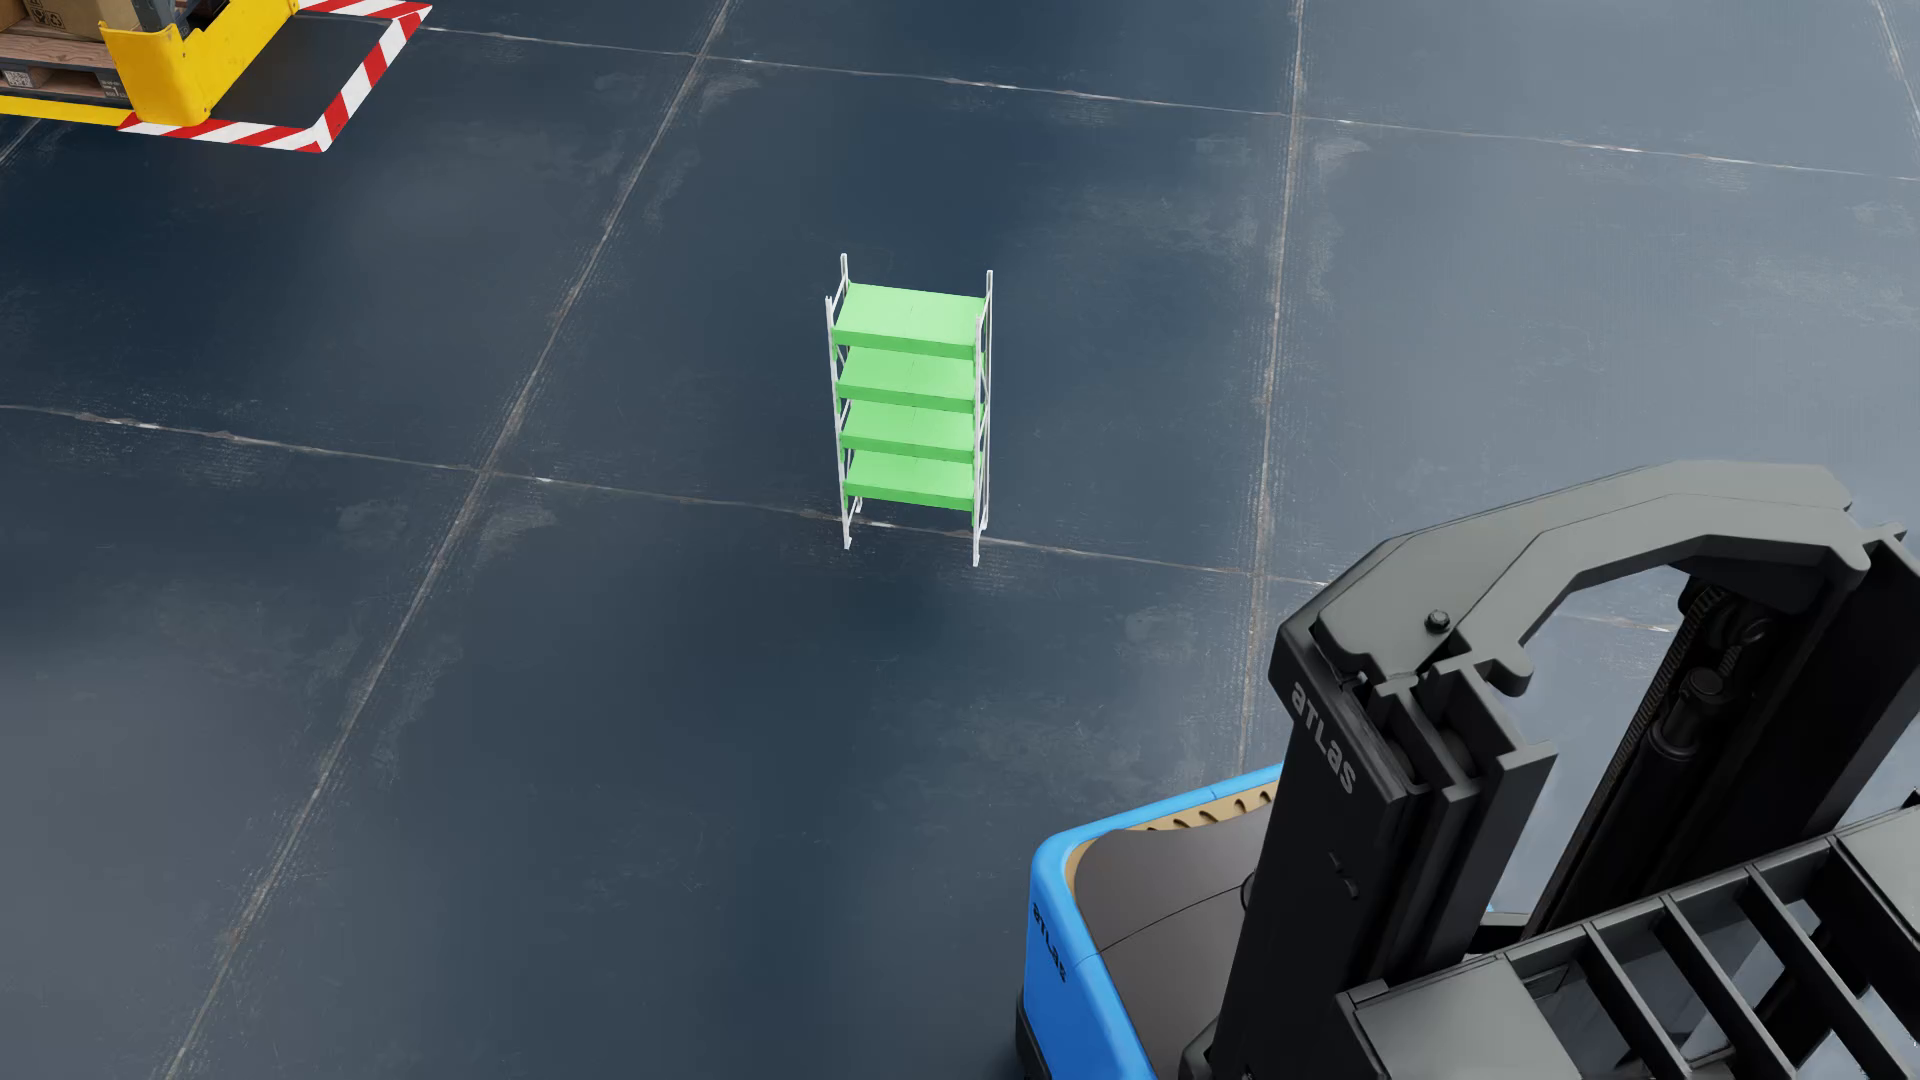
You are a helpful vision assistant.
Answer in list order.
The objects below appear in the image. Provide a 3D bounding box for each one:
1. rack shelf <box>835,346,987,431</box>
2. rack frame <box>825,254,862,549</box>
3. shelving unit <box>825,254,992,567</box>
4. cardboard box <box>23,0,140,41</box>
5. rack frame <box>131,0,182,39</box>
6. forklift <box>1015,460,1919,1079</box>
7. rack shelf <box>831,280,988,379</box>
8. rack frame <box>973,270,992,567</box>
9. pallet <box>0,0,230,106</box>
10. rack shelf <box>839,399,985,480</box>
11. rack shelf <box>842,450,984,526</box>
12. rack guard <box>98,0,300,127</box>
[{"bbox_3d":[-0.163,-0.541,5.692,0.480,0.148,0.258,8,49,7],"label":"rack shelf"},{"bbox_3d":[-0.403,-0.455,5.852,0.015,1.200,0.240,8,49,7],"label":"rack frame"},{"bbox_3d":[-0.163,-0.423,5.823,0.503,1.200,0.258,8,49,7],"label":"shelving unit"},{"bbox_3d":[-4.285,-2.833,8.177,0.500,0.500,0.500,16,50,14],"label":"cardboard box"},{"bbox_3d":[-3.673,-3.433,7.318,0.127,3.000,1.000,8,49,7],"label":"rack frame"},{"bbox_3d":[1.138,1.401,3.020,1.130,2.935,3.031,-15,50,-13],"label":"forklift"},{"bbox_3d":[-0.163,-0.701,5.514,0.480,0.148,0.258,8,49,7],"label":"rack shelf"},{"bbox_3d":[0.077,-0.391,5.794,0.015,1.200,0.240,8,49,7],"label":"rack frame"},{"bbox_3d":[-4.541,-2.645,8.484,1.213,0.211,1.003,8,49,7],"label":"pallet"},{"bbox_3d":[-0.163,-0.380,5.871,0.480,0.148,0.258,8,49,7],"label":"rack shelf"},{"bbox_3d":[-0.163,-0.220,6.049,0.480,0.148,0.258,8,49,7],"label":"rack shelf"},{"bbox_3d":[-3.748,-2.608,8.257,0.348,0.500,1.175,8,49,7],"label":"rack guard"}]
